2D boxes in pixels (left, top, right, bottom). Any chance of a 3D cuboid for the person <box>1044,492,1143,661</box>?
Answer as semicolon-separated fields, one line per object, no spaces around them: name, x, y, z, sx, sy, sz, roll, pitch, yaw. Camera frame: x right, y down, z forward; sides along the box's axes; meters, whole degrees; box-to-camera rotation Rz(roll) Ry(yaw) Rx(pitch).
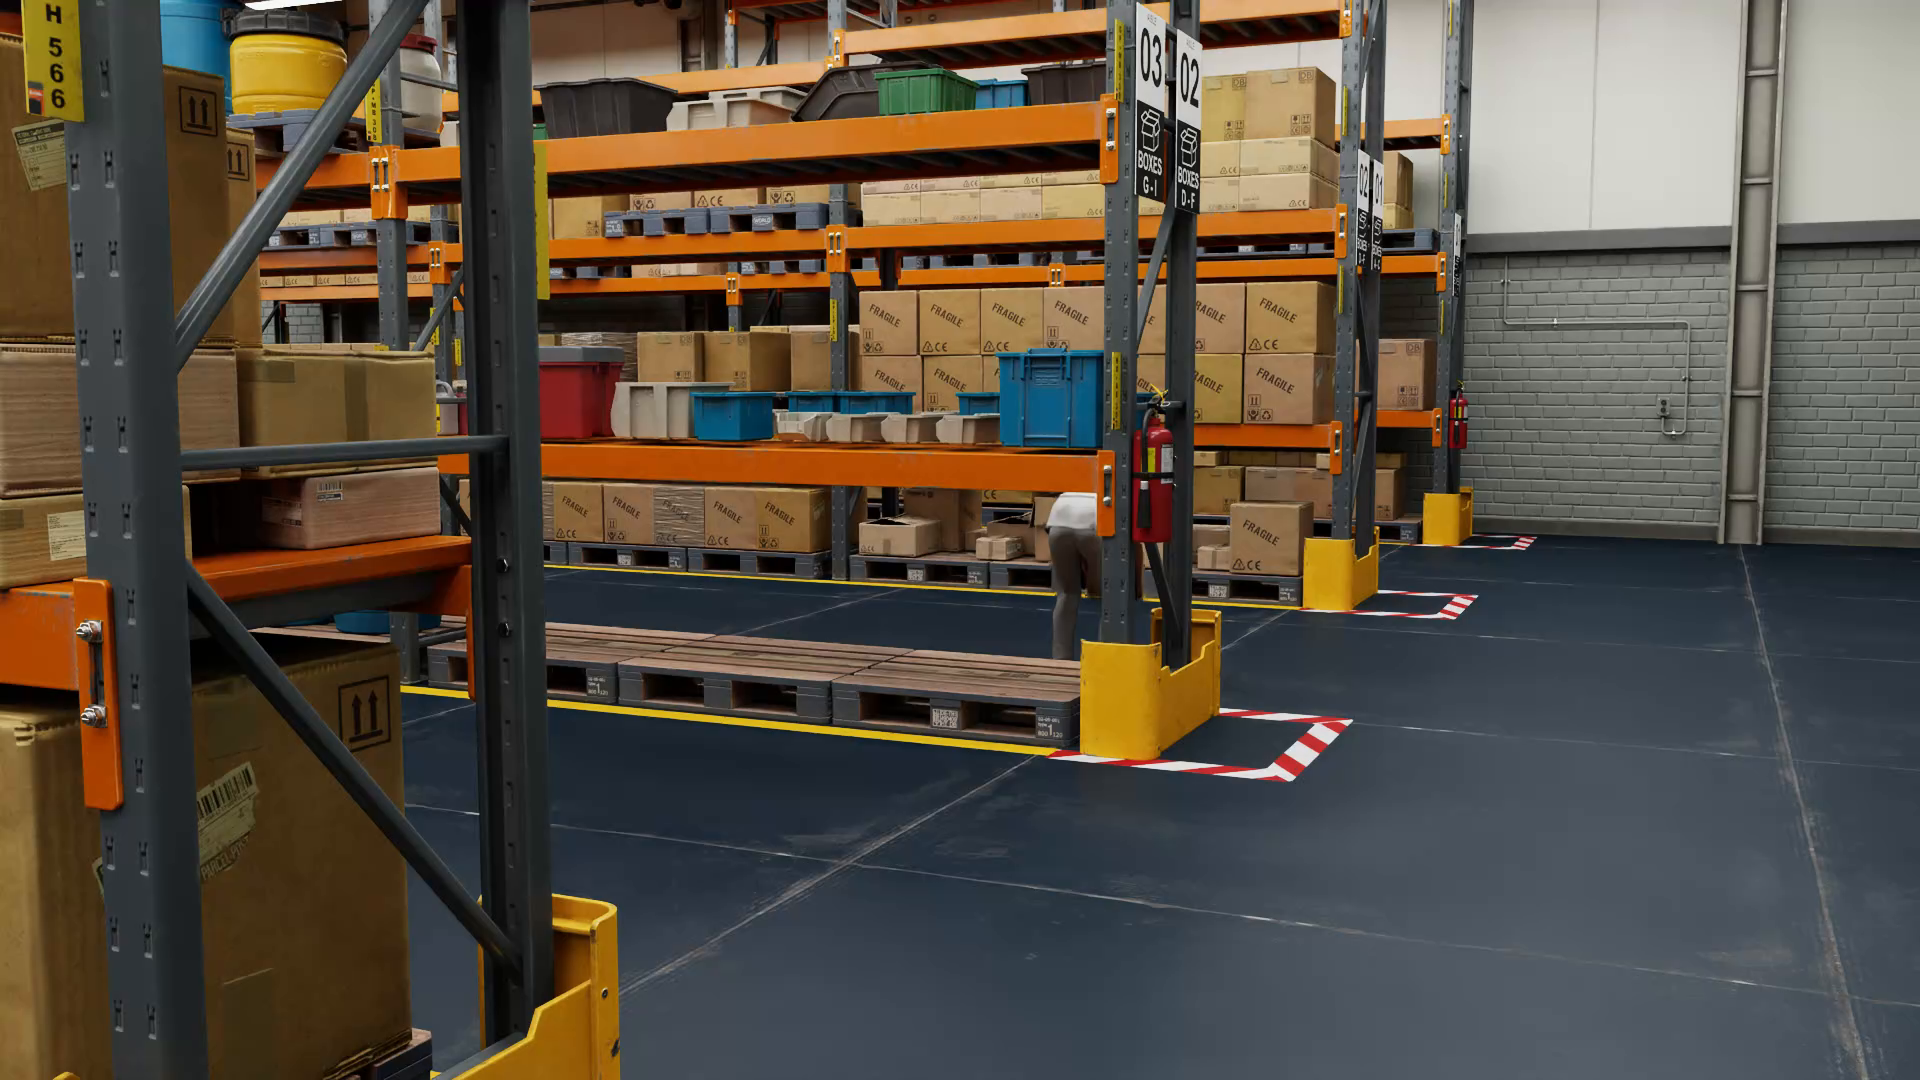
person;0.795;0.123;9.252;0.433;1.236;0.907;3;6;28
